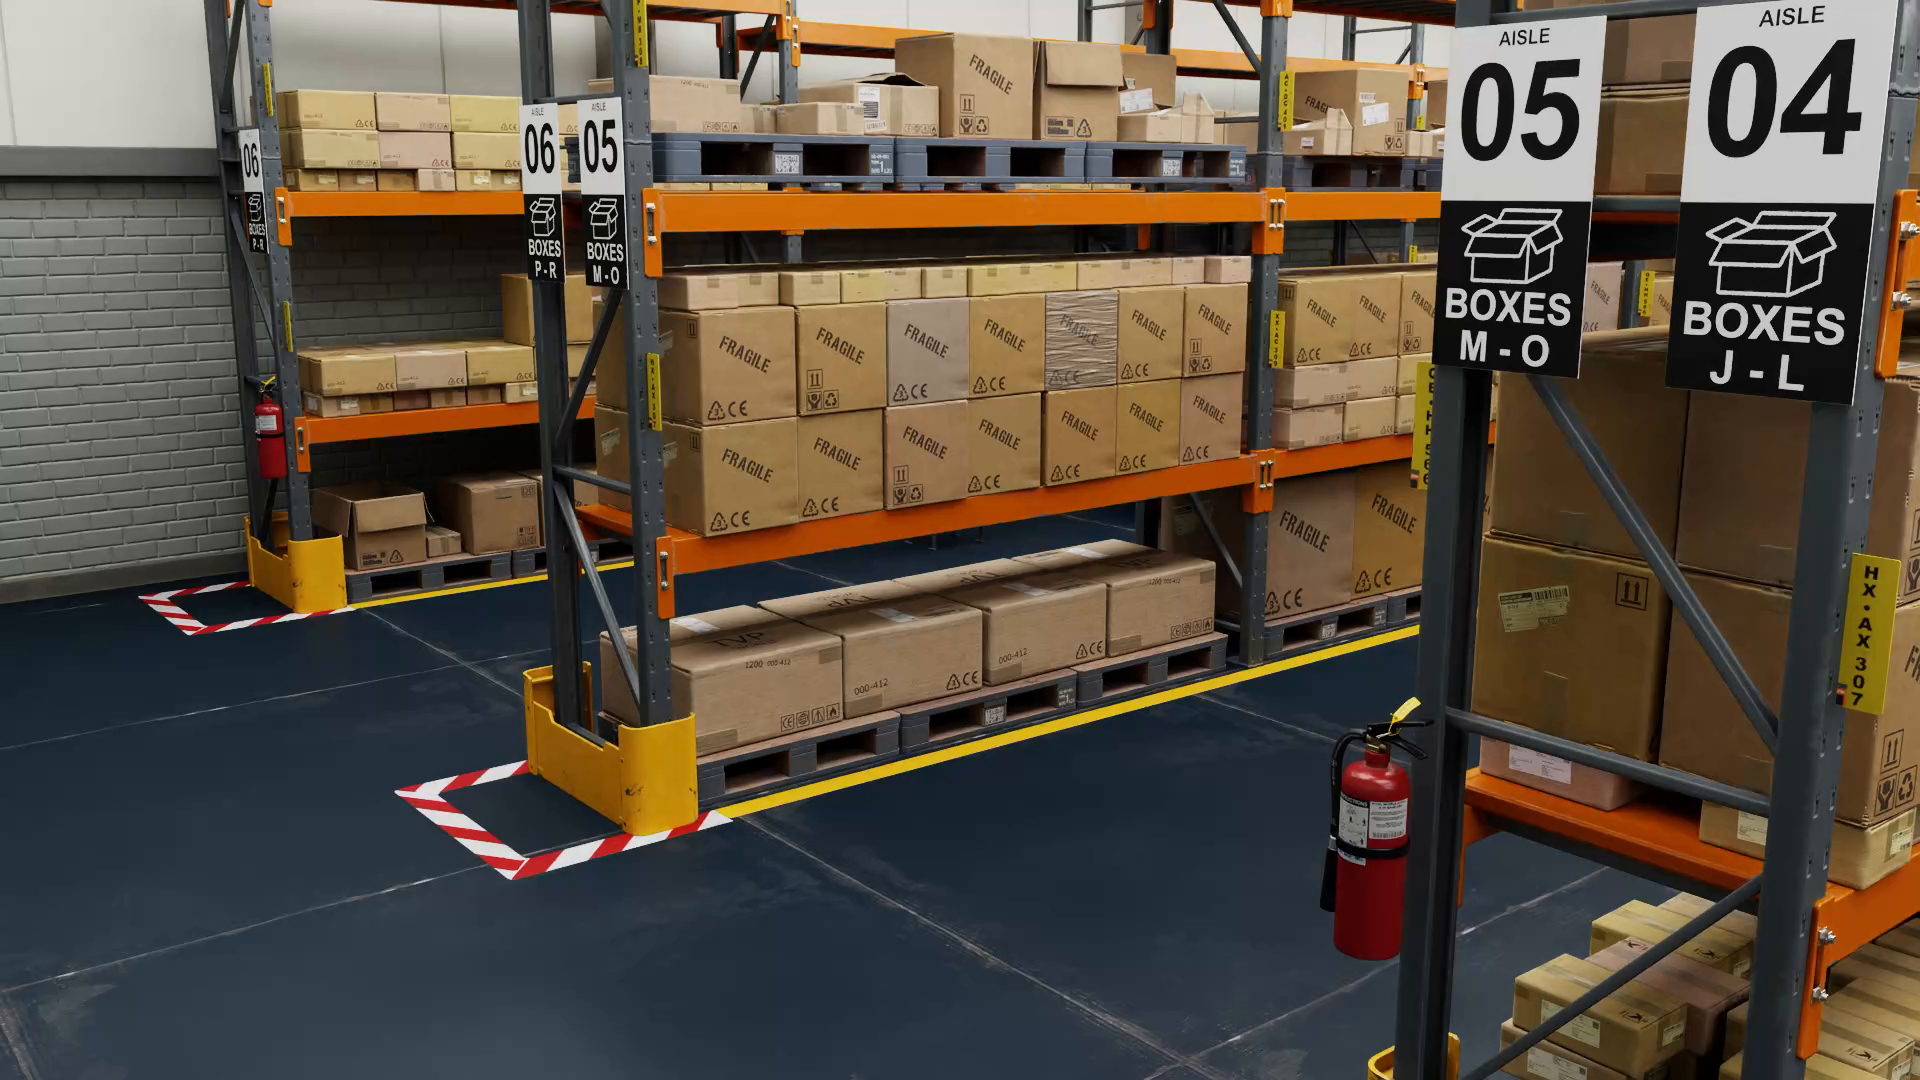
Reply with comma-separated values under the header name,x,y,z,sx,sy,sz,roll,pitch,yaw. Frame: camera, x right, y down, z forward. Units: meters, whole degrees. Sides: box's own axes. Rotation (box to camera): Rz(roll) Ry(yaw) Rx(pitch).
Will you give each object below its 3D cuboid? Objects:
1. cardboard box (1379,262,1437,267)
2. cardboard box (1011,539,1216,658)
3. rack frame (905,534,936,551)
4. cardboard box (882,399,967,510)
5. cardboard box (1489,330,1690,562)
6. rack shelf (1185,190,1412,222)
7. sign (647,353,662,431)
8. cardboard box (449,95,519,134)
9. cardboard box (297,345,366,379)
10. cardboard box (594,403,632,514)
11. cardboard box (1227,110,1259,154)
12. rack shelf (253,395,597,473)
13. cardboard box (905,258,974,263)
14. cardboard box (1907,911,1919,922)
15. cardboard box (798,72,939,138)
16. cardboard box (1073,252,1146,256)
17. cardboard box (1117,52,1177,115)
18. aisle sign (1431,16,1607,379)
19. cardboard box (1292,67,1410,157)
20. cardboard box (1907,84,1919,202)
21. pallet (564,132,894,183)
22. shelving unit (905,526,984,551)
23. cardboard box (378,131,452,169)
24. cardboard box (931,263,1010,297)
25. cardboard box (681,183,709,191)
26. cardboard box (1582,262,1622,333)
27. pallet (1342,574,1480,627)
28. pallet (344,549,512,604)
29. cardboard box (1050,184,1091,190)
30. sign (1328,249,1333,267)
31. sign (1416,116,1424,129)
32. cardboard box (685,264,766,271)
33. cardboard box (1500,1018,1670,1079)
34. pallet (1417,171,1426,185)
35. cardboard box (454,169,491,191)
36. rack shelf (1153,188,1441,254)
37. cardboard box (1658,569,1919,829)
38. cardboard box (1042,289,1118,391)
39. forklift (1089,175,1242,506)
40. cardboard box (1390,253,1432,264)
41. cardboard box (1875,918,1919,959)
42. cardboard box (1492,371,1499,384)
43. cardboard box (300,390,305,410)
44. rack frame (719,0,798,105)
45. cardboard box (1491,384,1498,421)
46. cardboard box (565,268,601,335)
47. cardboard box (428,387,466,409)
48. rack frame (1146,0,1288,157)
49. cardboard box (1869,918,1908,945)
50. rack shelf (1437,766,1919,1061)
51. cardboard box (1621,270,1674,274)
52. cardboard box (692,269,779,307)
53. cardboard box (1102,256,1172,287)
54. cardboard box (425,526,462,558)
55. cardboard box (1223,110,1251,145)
name,x,y,z,sx,sy,sz,roll,pitch,yaw
cardboard box,3.264,-1.682,11.682,0.500,0.500,0.500,-9,15,-36
cardboard box,0.916,0.332,10.003,0.875,0.438,0.875,-10,15,-38
rack frame,-0.320,-0.974,13.160,0.015,2.100,0.400,-9,15,-38
cardboard box,-0.310,-0.459,8.329,0.500,0.500,0.500,-10,15,-38
cardboard box,1.723,-0.255,4.243,0.500,0.500,0.500,-10,15,-39
rack shelf,3.054,-3.479,17.301,4.000,0.370,1.077,-9,15,-38
sign,-1.308,-0.633,7.112,0.005,0.325,0.100,-9,15,-38
cardboard box,-3.458,-2.997,11.741,0.500,0.250,0.500,-10,15,-39
cardboard box,-4.561,-1.241,11.895,0.500,0.250,0.500,-9,15,-36
cardboard box,-1.439,-0.416,8.124,0.500,0.500,0.500,-9,15,-37
cardboard box,2.030,-2.558,10.435,0.500,0.311,0.500,-9,15,-38
rack shelf,-3.192,-0.973,12.723,4.000,0.370,1.077,-9,15,-38
cardboard box,-0.137,-1.442,8.989,0.250,0.149,0.380,-9,15,-37
cardboard box,3.173,1.222,5.789,0.250,0.149,0.380,-10,15,-38
cardboard box,-0.450,-2.125,8.158,0.500,0.311,0.500,-9,15,-37
cardboard box,0.874,-1.601,9.737,0.250,0.149,0.380,-9,15,-37
cardboard box,0.883,-2.509,9.507,0.500,0.500,0.500,-9,15,-37
aisle sign,1.276,-0.782,3.833,0.004,0.787,0.394,-9,15,-38
cardboard box,2.342,-2.569,10.033,0.500,0.500,0.500,-10,15,-39
cardboard box,2.031,-0.882,3.701,0.500,0.250,0.500,-9,15,-36
pallet,-1.078,-1.783,7.796,1.213,0.211,1.003,-9,15,-38
shelving unit,-0.129,-1.006,13.310,0.503,2.100,0.431,-9,15,-38
cardboard box,-3.853,-2.688,11.488,0.500,0.250,0.500,-9,15,-37
cardboard box,0.037,-1.312,8.377,0.250,0.149,0.380,-10,16,-39
cardboard box,-2.135,-2.770,12.835,0.250,0.149,0.380,-9,15,-36
cardboard box,4.356,-1.728,11.896,0.500,0.500,0.500,-10,16,-39
pallet,2.982,0.312,11.650,1.213,0.211,1.003,-9,15,-38
pallet,-4.073,0.185,12.251,1.213,0.211,1.003,-9,15,-38
cardboard box,0.852,-3.326,15.212,0.500,0.250,0.500,-9,15,-37
sign,4.268,-3.175,19.084,0.005,0.325,0.100,-9,15,-38
sign,4.963,-4.410,17.953,0.005,0.325,0.100,-9,15,-38
cardboard box,-1.163,-1.280,8.224,0.250,0.149,0.380,-10,15,-38
cardboard box,1.755,1.457,4.680,0.250,0.149,0.380,-10,16,-39
pallet,5.266,-4.162,18.998,1.213,0.211,1.003,-9,15,-38
cardboard box,-3.502,-2.533,11.722,0.250,0.149,0.380,-9,15,-38
rack shelf,3.035,-2.155,11.067,4.000,0.370,1.077,-9,15,-38
cardboard box,2.044,0.321,3.940,0.500,0.500,0.500,-9,15,-35
cardboard box,0.484,-1.080,8.846,0.500,0.500,0.500,-9,15,-37
forklift,1.866,-1.905,15.545,1.130,2.935,3.031,-5,13,-23
cardboard box,5.050,-3.128,18.619,0.250,0.149,0.380,-9,15,-37
cardboard box,2.924,1.266,4.863,0.250,0.149,0.380,-9,15,-35
cardboard box,3.592,-1.230,11.355,0.500,0.250,0.500,-10,16,-39
cardboard box,-4.663,-1.029,11.860,0.250,0.149,0.380,-10,15,-38
rack frame,-1.631,-4.519,13.248,0.127,3.000,1.000,-9,15,-38
cardboard box,3.571,-0.987,11.415,0.500,0.250,0.500,-10,15,-38
cardboard box,-2.960,-1.874,13.071,0.500,0.500,0.500,-10,16,-39
cardboard box,-3.737,-1.044,11.930,0.250,0.149,0.380,-9,15,-36
rack frame,1.473,-3.715,9.459,0.127,3.000,1.000,-9,15,-38
cardboard box,2.823,1.156,5.384,0.250,0.149,0.380,-10,16,-40
rack shelf,3.083,0.621,5.215,4.000,0.370,1.077,-9,15,-38
cardboard box,5.568,-1.938,13.565,0.500,0.500,0.500,-11,16,-41
cardboard box,-1.040,-1.163,7.676,0.250,0.149,0.380,-9,15,-36
cardboard box,0.957,-1.497,9.246,0.250,0.149,0.380,-9,15,-38
cardboard box,-3.861,0.010,12.210,0.250,0.149,0.380,-10,16,-40
cardboard box,2.542,-4.011,16.581,0.500,0.500,0.700,-10,15,-39
